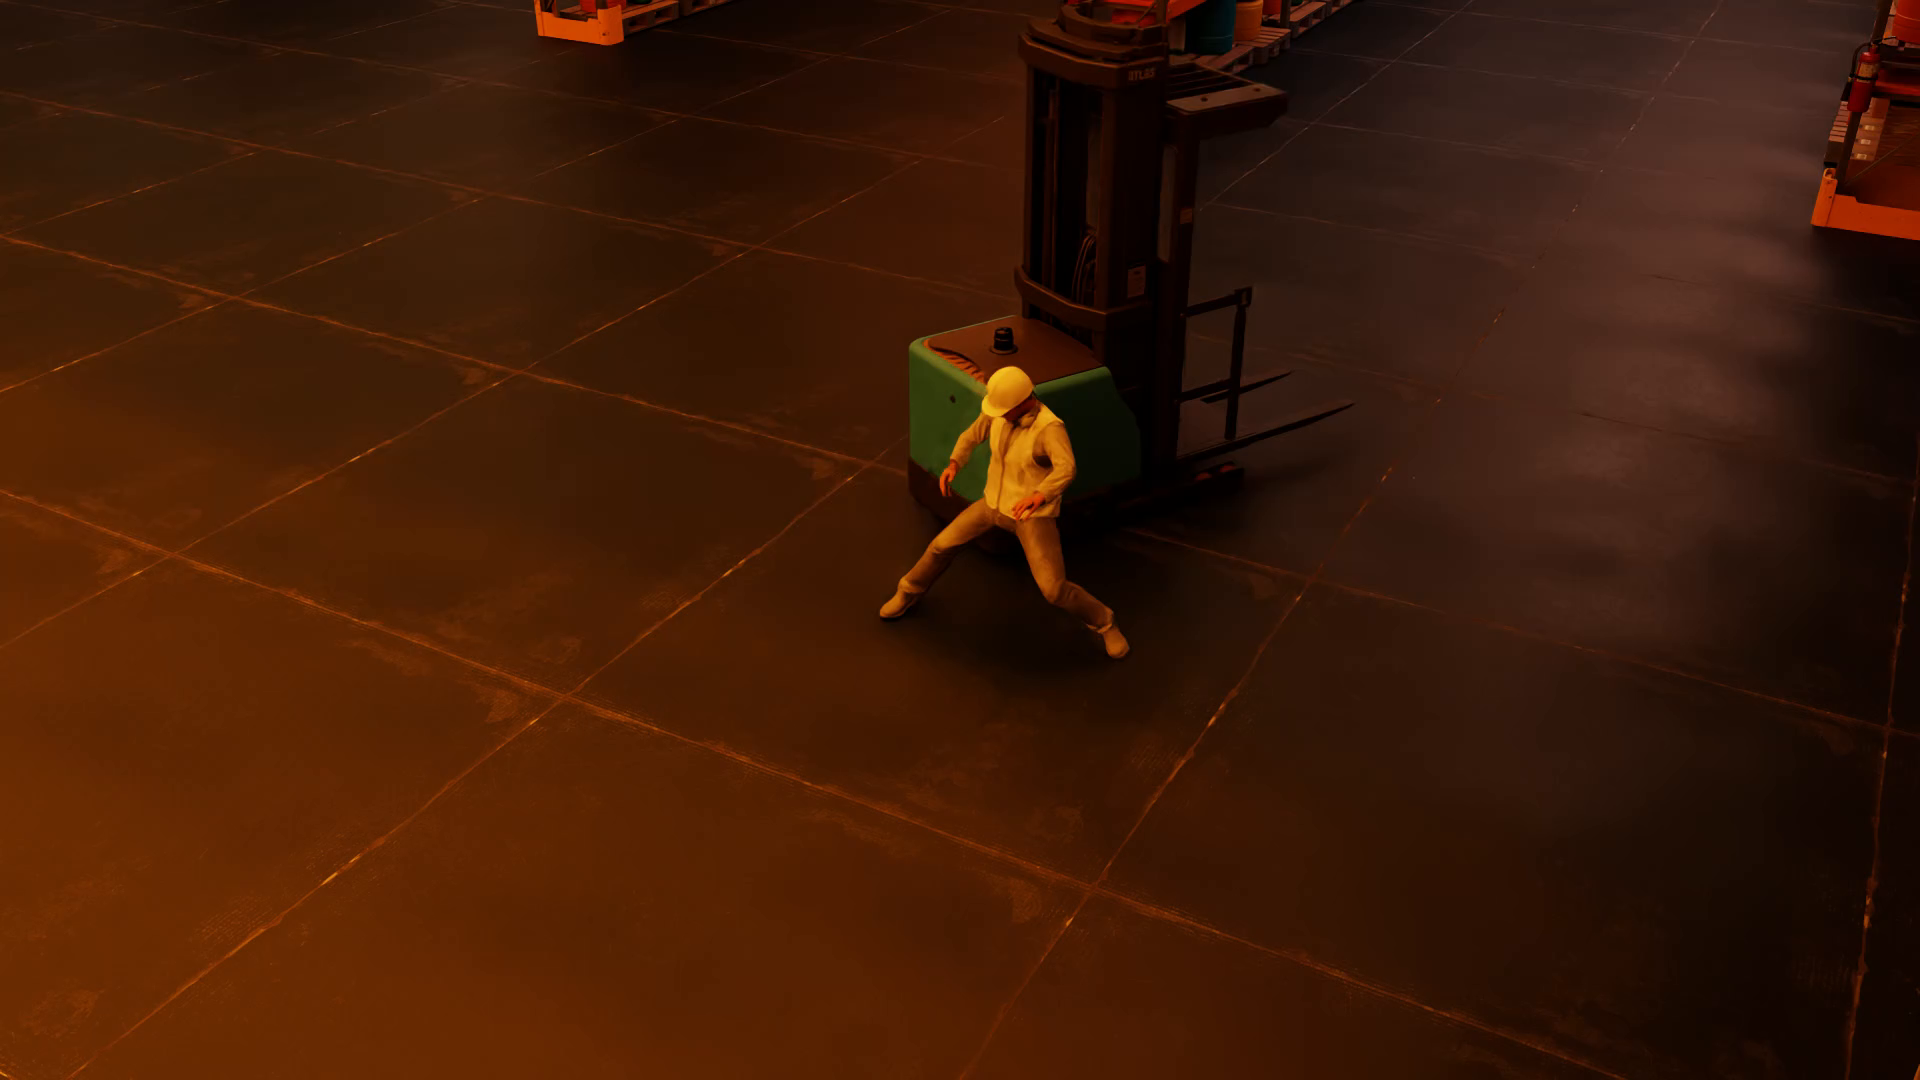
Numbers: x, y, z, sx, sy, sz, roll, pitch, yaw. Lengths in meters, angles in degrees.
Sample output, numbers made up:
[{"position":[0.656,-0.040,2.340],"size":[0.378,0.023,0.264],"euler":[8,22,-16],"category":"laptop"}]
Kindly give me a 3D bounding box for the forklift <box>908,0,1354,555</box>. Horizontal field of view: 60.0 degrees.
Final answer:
[{"position":[1.194,-1.729,10.067],"size":[3.031,2.935,1.130],"euler":[-18,34,-28],"category":"forklift"}]

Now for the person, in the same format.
[{"position":[0.244,-0.159,8.717],"size":[0.835,1.551,1.296],"euler":[-25,38,-36],"category":"person"}]
